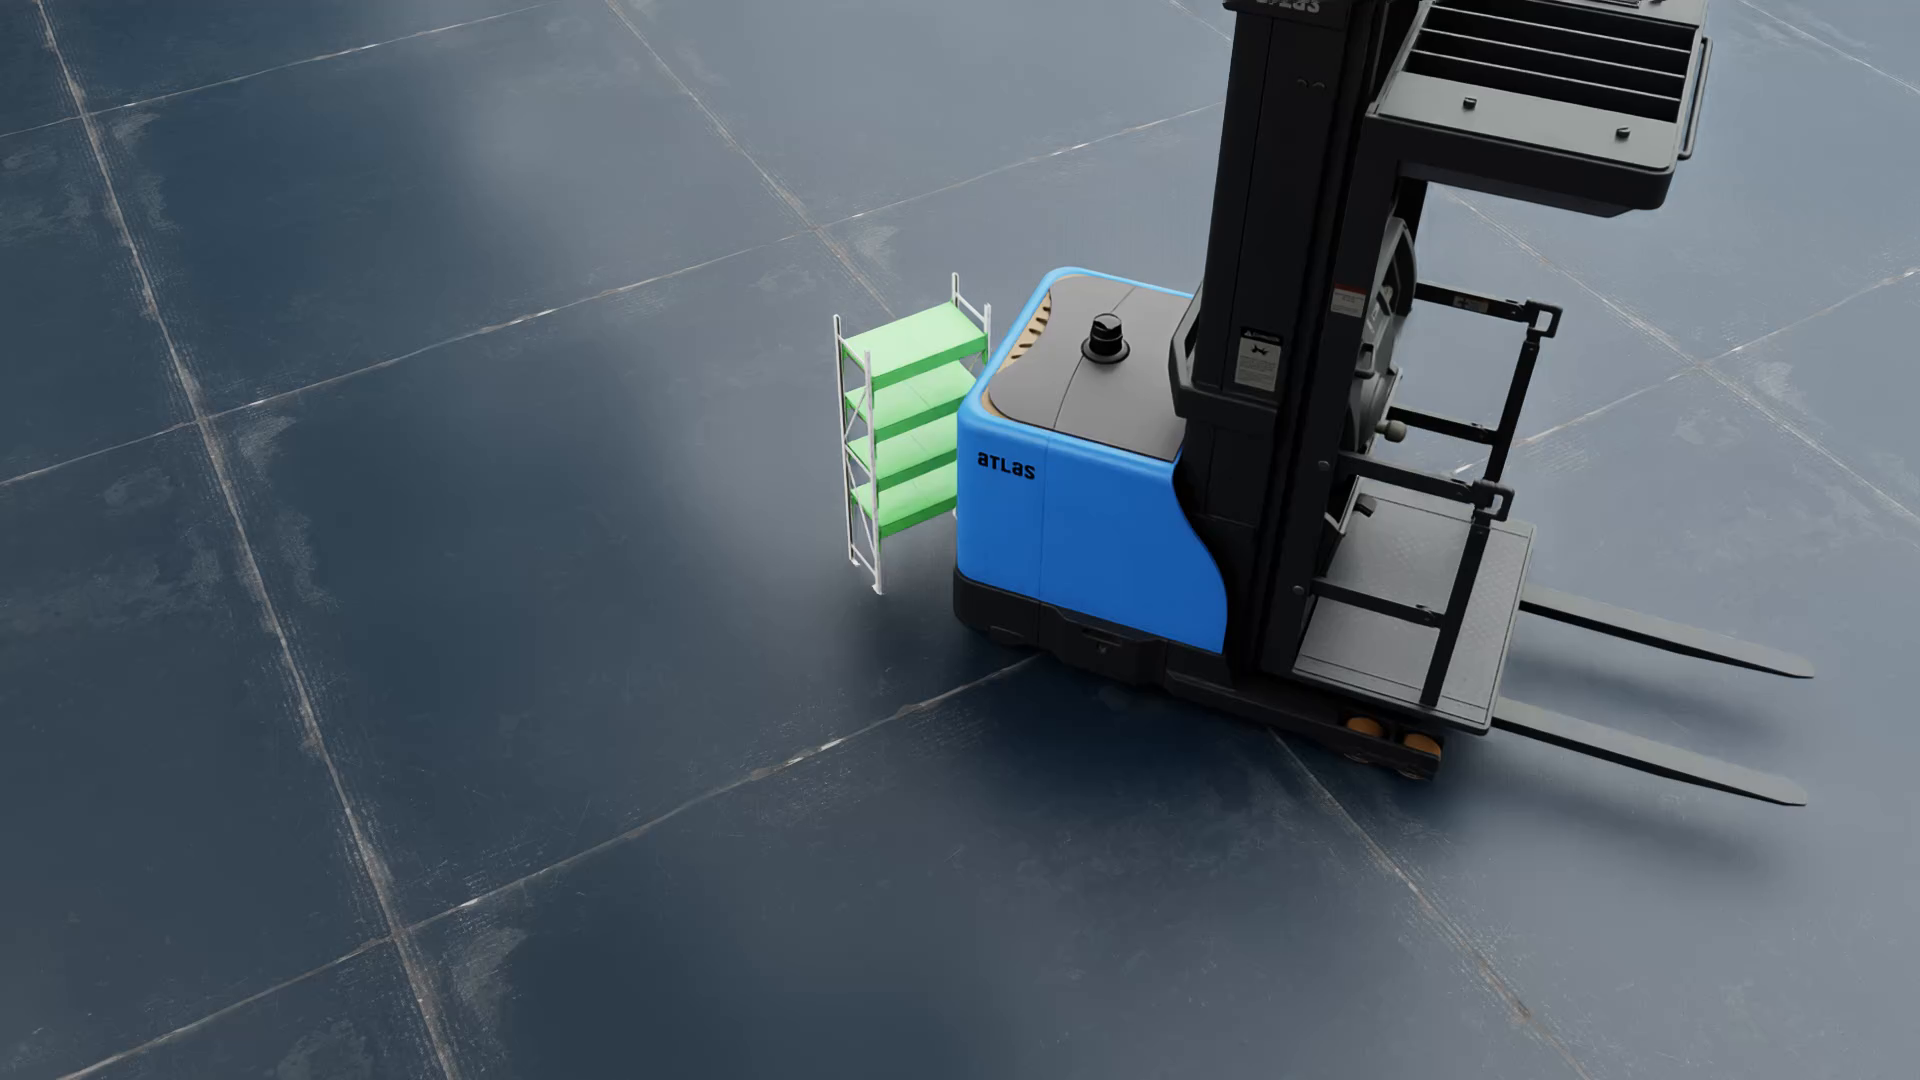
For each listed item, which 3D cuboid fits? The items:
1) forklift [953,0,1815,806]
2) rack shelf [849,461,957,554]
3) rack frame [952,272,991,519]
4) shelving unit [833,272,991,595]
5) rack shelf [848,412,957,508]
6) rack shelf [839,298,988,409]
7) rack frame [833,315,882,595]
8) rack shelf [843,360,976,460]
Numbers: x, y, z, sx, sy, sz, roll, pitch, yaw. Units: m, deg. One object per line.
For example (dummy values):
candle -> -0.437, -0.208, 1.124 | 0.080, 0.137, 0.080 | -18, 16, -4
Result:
forklift -> 1.541, -0.630, 5.295 | 3.031, 2.935, 1.130 | 16, 46, 16
rack shelf -> -0.168, -0.159, 6.488 | 0.480, 0.148, 0.258 | -23, 49, -22
rack frame -> 0.040, -0.466, 6.368 | 0.015, 1.200, 0.240 | -23, 49, -22
shelving unit -> -0.168, -0.377, 6.277 | 0.503, 1.200, 0.258 | -23, 49, -22
rack shelf -> -0.168, -0.331, 6.321 | 0.480, 0.148, 0.258 | -23, 49, -22
rack shelf -> -0.168, -0.675, 5.987 | 0.480, 0.148, 0.258 | -23, 49, -22
rack frame -> -0.376, -0.288, 6.185 | 0.015, 1.200, 0.240 | -23, 49, -22
rack shelf -> -0.168, -0.503, 6.154 | 0.480, 0.148, 0.258 | -23, 49, -22
